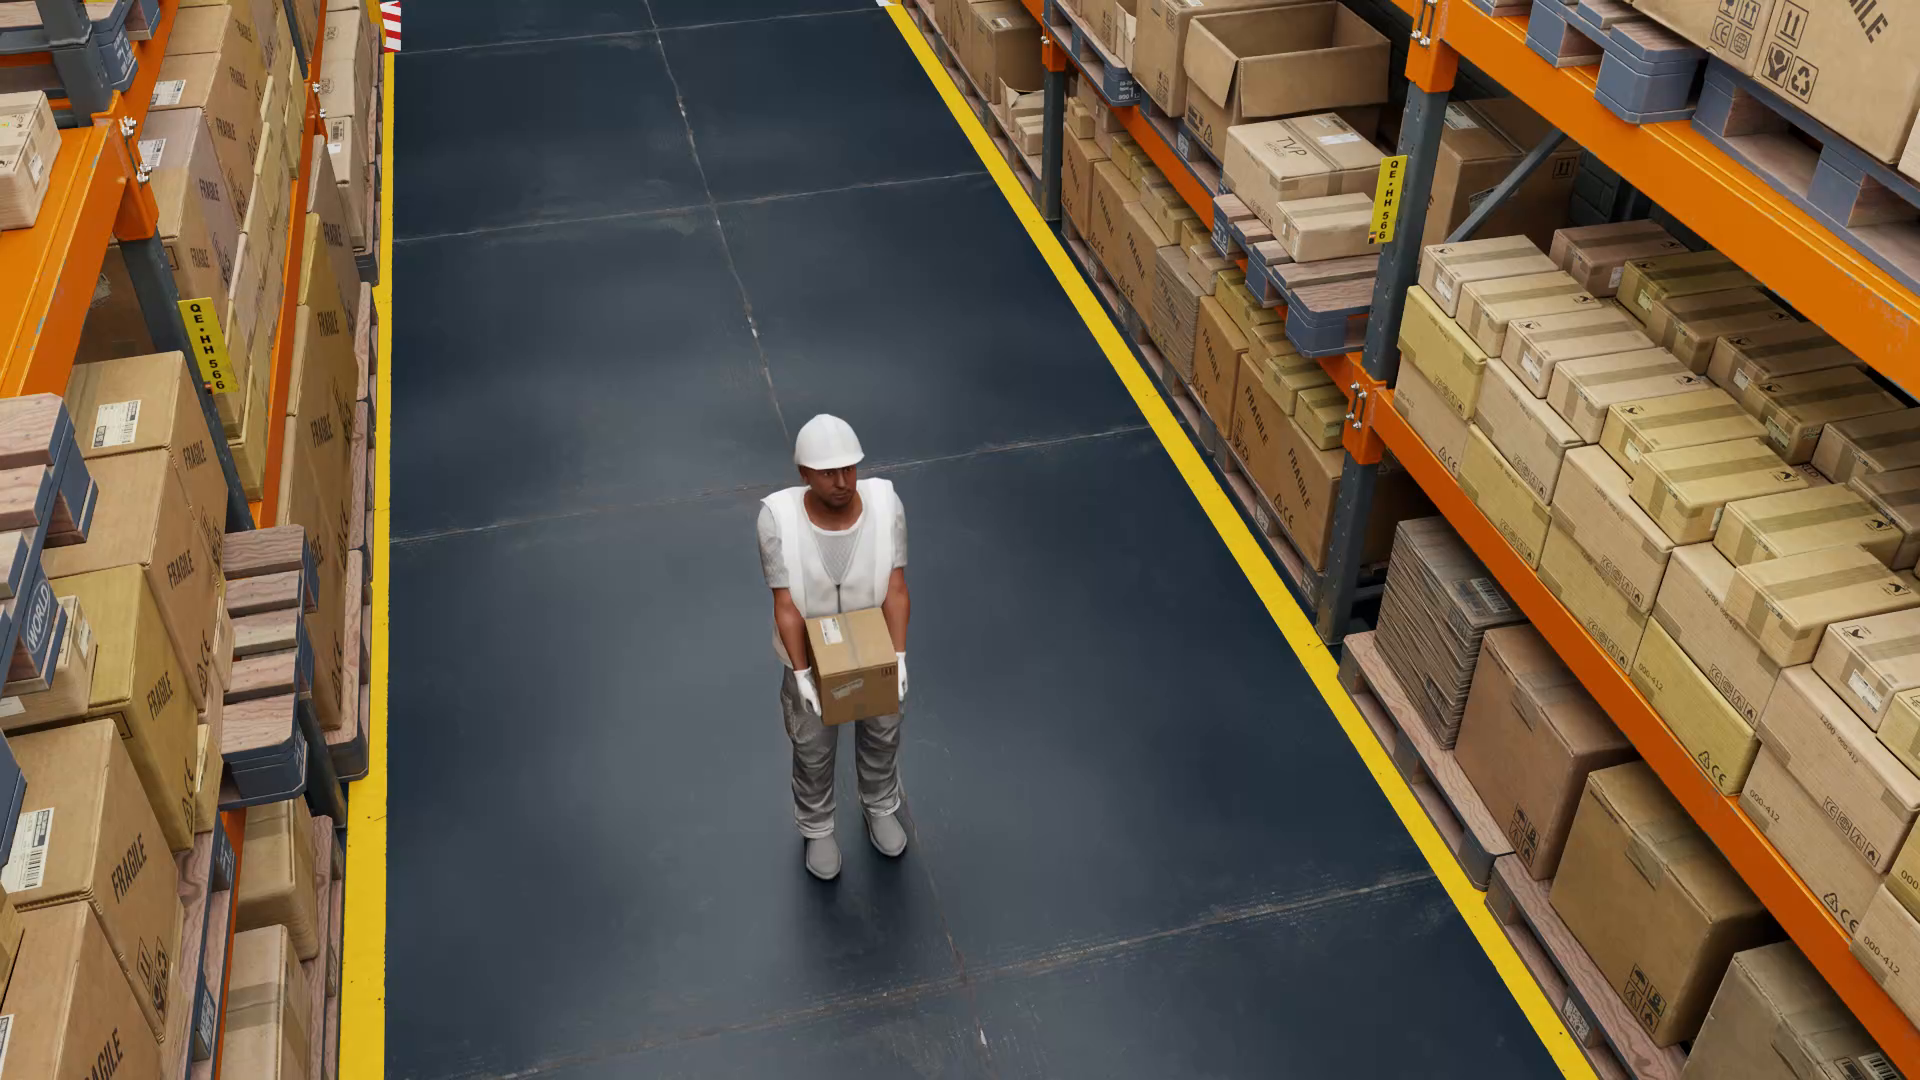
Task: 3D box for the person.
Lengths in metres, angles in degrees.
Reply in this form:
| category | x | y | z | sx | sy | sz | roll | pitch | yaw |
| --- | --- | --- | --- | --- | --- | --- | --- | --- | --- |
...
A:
| category | x | y | z | sx | sy | sz | roll | pitch | yaw |
| --- | --- | --- | --- | --- | --- | --- | --- | --- | --- |
| person | -0.380 | 0.427 | 5.591 | 0.487 | 1.779 | 0.584 | -9 | 39 | -12 |
